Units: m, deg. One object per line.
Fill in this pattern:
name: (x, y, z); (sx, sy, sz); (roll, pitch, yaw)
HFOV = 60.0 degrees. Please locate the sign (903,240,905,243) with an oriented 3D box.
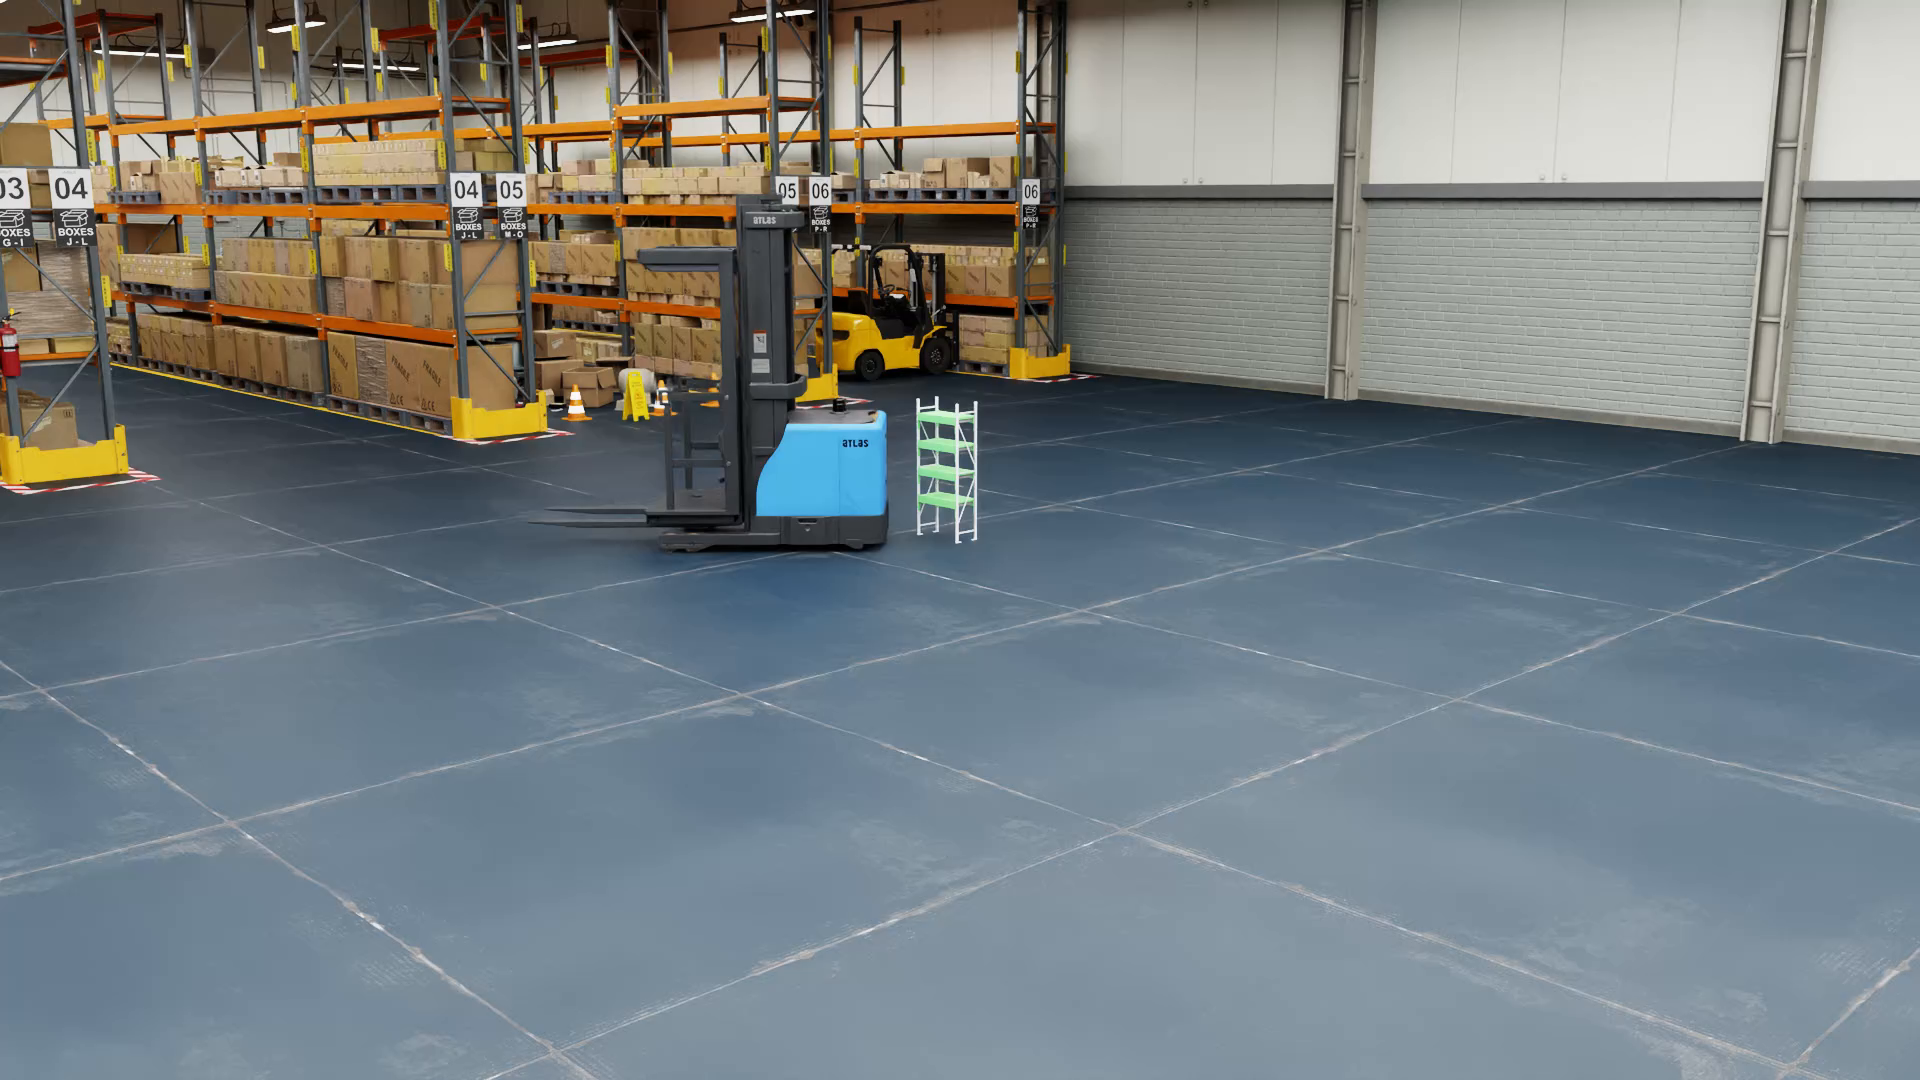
sign: (-1.047, -5.328, 30.498); (0.100, 0.325, 0.005); (-11, 16, -43)

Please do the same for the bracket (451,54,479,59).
bracket: (-13.418, -12.178, 42.301); (0.076, 0.066, 5.218); (-11, 16, -43)

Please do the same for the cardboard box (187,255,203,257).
cardboard box: (-12.752, -4.711, 27.951); (0.250, 0.149, 0.380); (11, 16, 43)

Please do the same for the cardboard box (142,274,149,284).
cardboard box: (-13.417, -4.369, 27.766); (0.250, 0.149, 0.380); (11, 16, 43)

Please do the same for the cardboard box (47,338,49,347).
cardboard box: (-9.623, -2.122, 17.899); (0.380, 0.149, 0.250); (-11, 16, -43)

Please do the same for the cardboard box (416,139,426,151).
cardboard box: (-6.432, -4.837, 20.380); (0.380, 0.149, 0.250); (-11, 16, -42)

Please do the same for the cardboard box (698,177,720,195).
cardboard box: (-3.529, -5.239, 24.607); (0.500, 0.250, 0.500); (-10, 16, -41)

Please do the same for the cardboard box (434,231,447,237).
cardboard box: (-9.386, -5.479, 30.846); (0.500, 0.500, 0.500); (-11, 16, -43)

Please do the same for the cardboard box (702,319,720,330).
cardboard box: (-3.669, -3.256, 25.091); (0.380, 0.149, 0.250); (-10, 15, -40)

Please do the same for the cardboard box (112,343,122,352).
cardboard box: (-14.935, -3.457, 29.781); (0.250, 0.149, 0.380); (11, 16, 43)

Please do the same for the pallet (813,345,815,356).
pallet: (-1.985, -3.524, 30.994); (1.003, 0.211, 1.213); (-11, 16, -43)

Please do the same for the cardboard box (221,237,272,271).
cardboard box: (-11.005, -4.447, 25.835); (0.700, 0.500, 0.500); (-11, 16, -43)

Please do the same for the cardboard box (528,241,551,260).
cardboard box: (-7.289, -4.907, 28.768); (0.500, 0.500, 0.500); (-10, 15, -40)

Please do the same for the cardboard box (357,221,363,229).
cardboard box: (-11.840, -6.315, 33.299); (0.380, 0.149, 0.250); (-11, 16, -44)

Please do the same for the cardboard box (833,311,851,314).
cardboard box: (-1.816, -3.905, 30.776); (0.875, 0.625, 0.625); (-10, 15, -40)

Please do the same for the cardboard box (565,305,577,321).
cardboard box: (-8.526, -5.197, 37.356); (0.500, 0.500, 0.500); (-11, 16, -42)

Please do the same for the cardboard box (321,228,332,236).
cardboard box: (-12.835, -6.201, 34.352); (0.500, 0.500, 0.500); (11, 16, 44)

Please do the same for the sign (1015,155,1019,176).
sign: (0.913, -5.994, 26.642); (0.100, 0.325, 0.005); (-11, 16, -43)

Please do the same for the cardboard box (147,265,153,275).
cardboard box: (-13.221, -4.475, 27.541); (0.380, 0.149, 0.250); (-11, 16, -43)

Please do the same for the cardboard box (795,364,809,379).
cardboard box: (-2.630, -2.527, 25.017); (0.500, 0.250, 0.500); (-11, 16, -43)

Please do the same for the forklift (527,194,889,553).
forklift: (-2.147, -1.436, 14.118); (3.031, 2.935, 1.130); (0, 12, 0)

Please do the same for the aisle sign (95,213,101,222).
aisle sign: (-16.666, -6.468, 31.930); (0.394, 0.787, 0.004); (-11, 16, -43)

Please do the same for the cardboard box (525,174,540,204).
cardboard box: (-7.150, -6.058, 28.699); (0.700, 0.500, 0.500); (-11, 16, -43)

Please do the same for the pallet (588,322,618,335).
pallet: (-7.446, -4.690, 36.652); (1.003, 0.211, 1.213); (-11, 16, -43)

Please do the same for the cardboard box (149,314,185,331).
cardboard box: (-13.381, -3.685, 28.161); (0.500, 0.250, 0.500); (-10, 16, -41)

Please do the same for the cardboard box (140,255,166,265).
cardboard box: (-13.411, -4.659, 27.701); (0.380, 0.149, 0.250); (-11, 16, -43)

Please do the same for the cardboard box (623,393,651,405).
cardboard box: (-4.638, -2.025, 23.873); (0.380, 0.149, 0.250); (-3, 12, -13)

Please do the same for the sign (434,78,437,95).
sign: (-10.175, -8.775, 32.192); (0.100, 0.325, 0.005); (-11, 16, -43)

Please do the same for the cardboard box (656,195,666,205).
cardboard box: (-4.462, -5.253, 25.664); (0.380, 0.149, 0.250); (-10, 15, -41)

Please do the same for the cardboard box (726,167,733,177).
cardboard box: (-3.198, -5.379, 24.297); (0.380, 0.149, 0.250); (-11, 16, -42)

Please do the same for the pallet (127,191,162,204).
pallet: (-13.002, -5.680, 27.578); (1.213, 0.211, 1.003); (-11, 16, -43)

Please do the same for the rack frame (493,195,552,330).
rack frame: (-7.797, -4.679, 29.690); (1.000, 3.000, 0.127); (-11, 16, -43)

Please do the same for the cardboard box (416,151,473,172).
cardboard box: (-6.323, -4.636, 20.391); (0.500, 0.250, 0.500); (-11, 16, -42)

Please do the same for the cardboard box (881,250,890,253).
cardboard box: (-1.183, -5.189, 29.572); (0.380, 0.149, 0.250); (-11, 16, -42)

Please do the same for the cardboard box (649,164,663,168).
cardboard box: (-6.505, -7.836, 35.147); (0.396, 0.266, 0.258); (-11, 16, -43)

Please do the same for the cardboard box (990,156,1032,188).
cardboard box: (0.833, -6.007, 27.167); (0.500, 0.500, 0.500); (-10, 15, -41)

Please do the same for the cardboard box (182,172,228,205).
cardboard box: (-11.886, -5.541, 26.191); (0.500, 0.500, 0.500); (-11, 16, -43)

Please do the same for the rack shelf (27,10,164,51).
rack shelf: (-15.451, -9.064, 29.653); (1.077, 0.370, 4.000); (-11, 16, -43)

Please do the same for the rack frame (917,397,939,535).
rack frame: (-0.283, -0.647, 14.580); (0.240, 1.200, 0.015); (-11, 16, -43)

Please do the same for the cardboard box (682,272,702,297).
cardboard box: (-3.869, -3.971, 25.268); (0.500, 0.500, 0.500); (-11, 16, -42)

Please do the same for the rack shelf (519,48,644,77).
rack shelf: (-8.353, -10.461, 36.432); (1.077, 0.370, 4.000); (-11, 16, -43)

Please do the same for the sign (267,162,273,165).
sign: (-10.901, -5.812, 26.277); (0.100, 0.325, 0.005); (-11, 16, -43)

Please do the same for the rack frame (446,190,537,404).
rack frame: (-5.783, -2.807, 20.604); (1.000, 3.000, 0.127); (-11, 16, -43)

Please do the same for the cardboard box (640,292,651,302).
cardboard box: (-4.838, -3.852, 26.298); (0.380, 0.149, 0.250); (-10, 15, -41)

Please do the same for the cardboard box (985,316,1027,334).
cardboard box: (0.771, -3.576, 27.633); (0.500, 0.250, 0.500); (-10, 15, -41)

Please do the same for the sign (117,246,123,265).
sign: (-14.457, -4.906, 28.644); (0.100, 0.325, 0.005); (-11, 16, -43)

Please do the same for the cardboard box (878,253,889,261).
cardboard box: (-1.238, -5.034, 29.555); (0.380, 0.149, 0.250); (-10, 16, -41)

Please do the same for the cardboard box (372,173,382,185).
cardboard box: (-7.311, -4.632, 21.361); (0.380, 0.149, 0.250); (-11, 16, -42)

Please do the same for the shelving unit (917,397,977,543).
shelving unit: (-0.114, -0.612, 14.408); (0.258, 1.200, 0.503); (-11, 16, -43)

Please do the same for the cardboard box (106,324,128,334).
cardboard box: (-15.263, -3.817, 30.057); (0.250, 0.149, 0.380); (11, 16, 42)

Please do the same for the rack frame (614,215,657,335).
rack frame: (-6.972, -5.955, 35.884); (1.000, 3.000, 0.127); (-11, 16, -43)

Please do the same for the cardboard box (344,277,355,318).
cardboard box: (-7.886, -3.335, 22.794); (0.875, 0.550, 0.550); (-11, 16, -43)

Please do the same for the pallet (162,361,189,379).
pallet: (-12.685, -2.901, 27.971); (1.003, 0.211, 1.213); (-11, 16, -43)

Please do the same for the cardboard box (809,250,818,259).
cardboard box: (-2.579, -5.318, 30.937); (0.250, 0.149, 0.380); (11, 16, 44)

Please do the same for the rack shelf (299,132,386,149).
rack shelf: (-11.941, -7.945, 33.448); (1.077, 0.370, 4.000); (-11, 16, -43)

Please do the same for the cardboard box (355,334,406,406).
cardboard box: (-7.536, -2.323, 22.480); (0.875, 0.875, 0.875); (-11, 16, -42)
